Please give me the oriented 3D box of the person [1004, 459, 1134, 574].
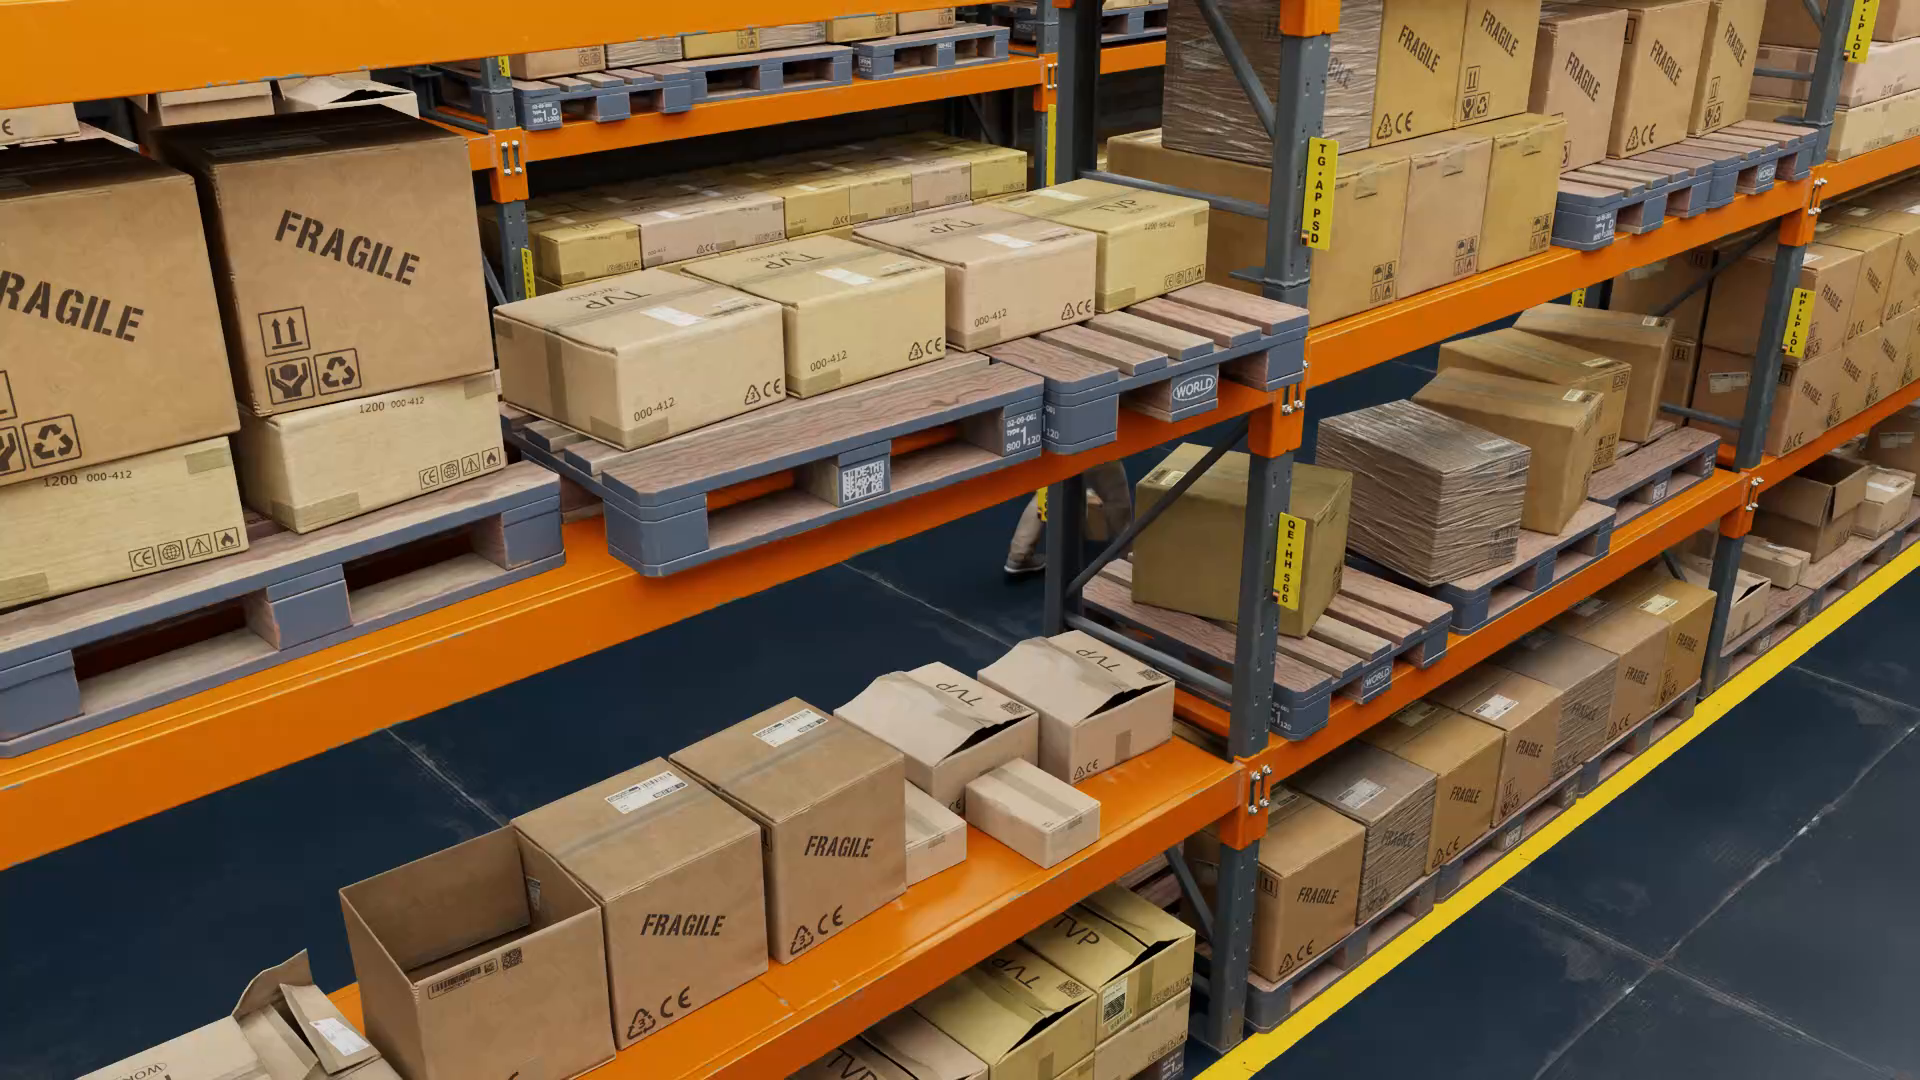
[{"bbox_3d":[0.754,-0.613,10.026,1.035,1.669,0.540,-17,29,-32],"label":"person"}]
